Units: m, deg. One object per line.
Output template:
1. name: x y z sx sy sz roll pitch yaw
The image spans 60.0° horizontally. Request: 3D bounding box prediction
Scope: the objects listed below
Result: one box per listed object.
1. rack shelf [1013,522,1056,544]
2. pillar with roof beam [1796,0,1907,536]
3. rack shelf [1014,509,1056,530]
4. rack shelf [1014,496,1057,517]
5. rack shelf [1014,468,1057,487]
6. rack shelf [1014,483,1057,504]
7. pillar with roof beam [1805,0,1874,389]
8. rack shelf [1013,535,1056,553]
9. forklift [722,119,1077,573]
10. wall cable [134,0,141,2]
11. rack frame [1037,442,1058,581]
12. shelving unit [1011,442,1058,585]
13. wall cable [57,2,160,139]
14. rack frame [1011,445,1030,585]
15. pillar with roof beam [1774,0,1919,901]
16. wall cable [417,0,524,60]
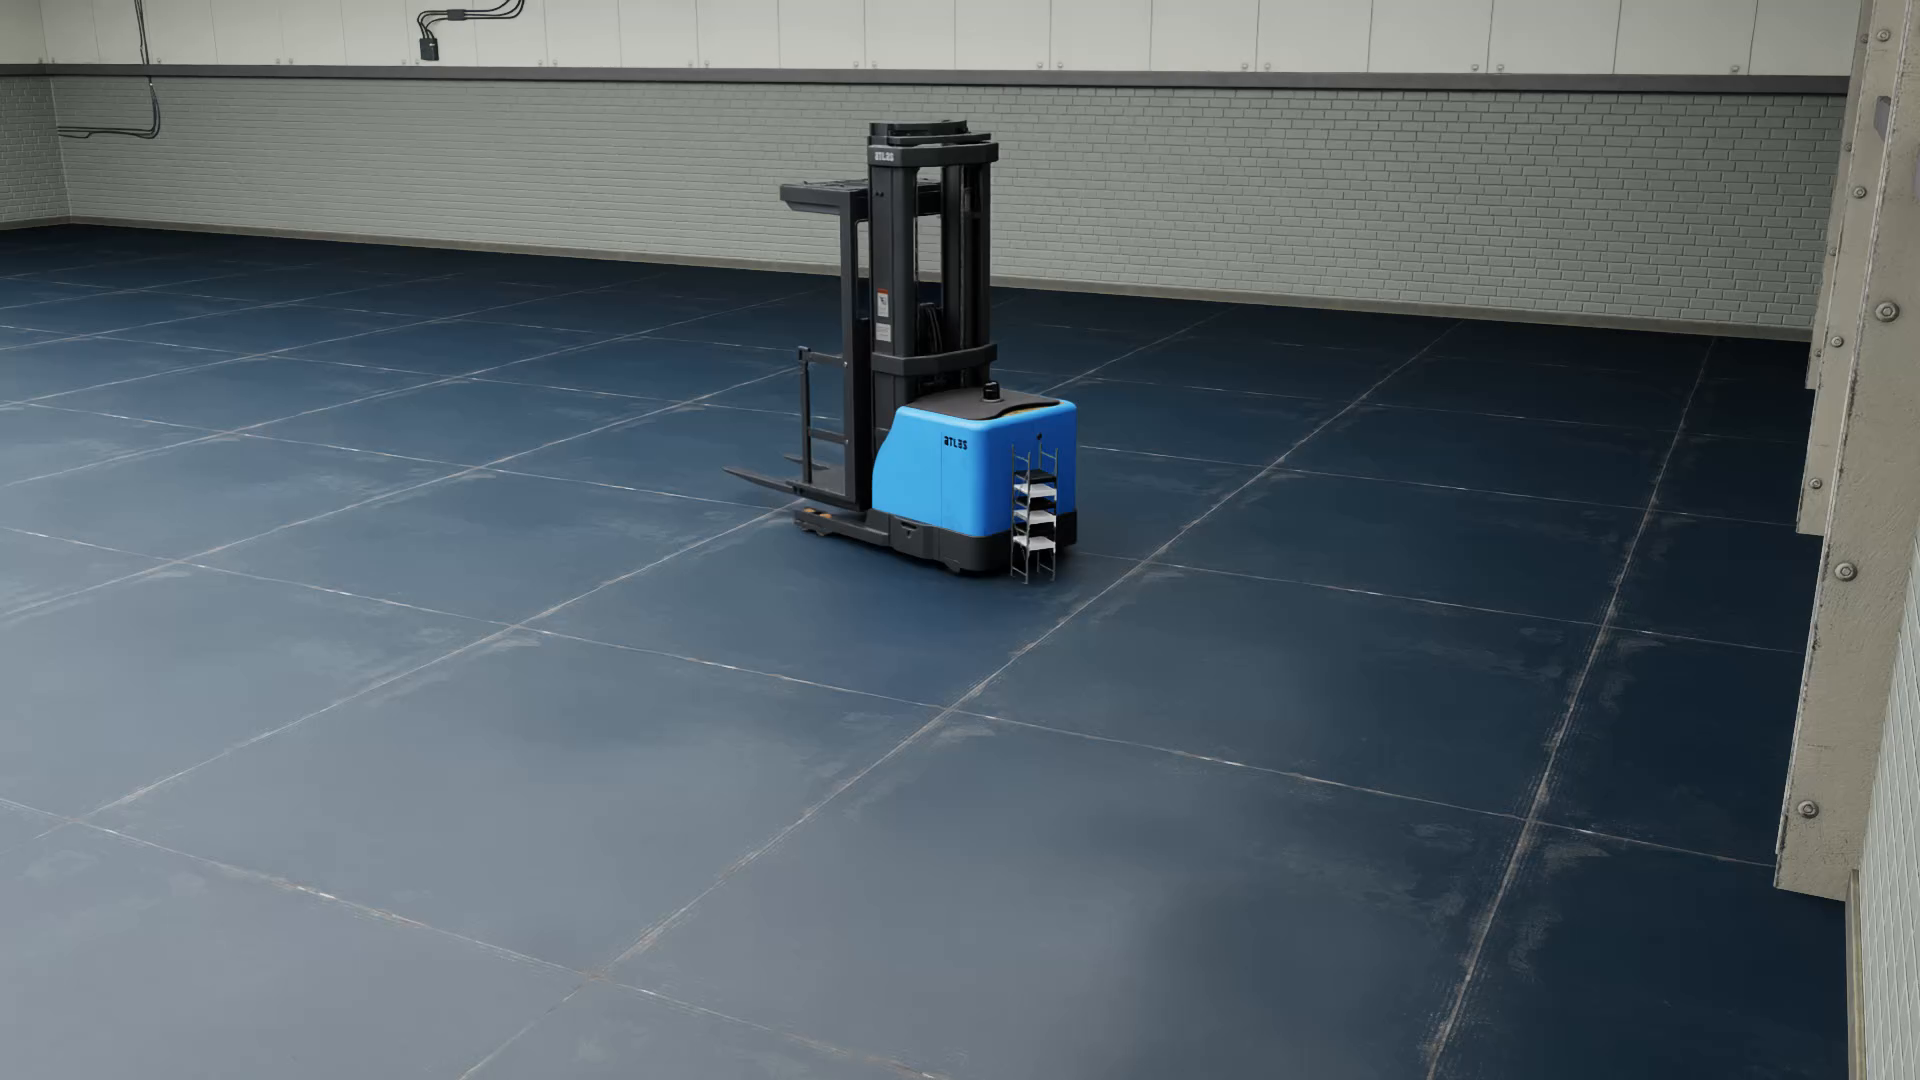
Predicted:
1. rack shelf: 0.489 -0.057 11.066 0.200 0.077 0.258 -8 18 -25
2. pillar with roof beam: 2.511 -4.946 12.872 9.100 9.000 0.400 8 18 25
3. rack shelf: 0.490 -0.143 11.041 0.200 0.077 0.258 -8 18 -25
4. rack shelf: 0.490 -0.229 11.015 0.200 0.077 0.258 -8 18 -25
5. rack shelf: 0.491 -0.402 10.964 0.200 0.077 0.258 -8 18 -25
6. rack shelf: 0.490 -0.316 10.990 0.200 0.077 0.258 -8 18 -25
7. pillar with roof beam: 5.192 -6.474 18.017 9.100 9.000 0.400 8 18 25
8. rack shelf: 0.489 0.030 11.092 0.200 0.077 0.258 -8 18 -25
9. forklift: -0.578 -1.524 12.009 3.031 2.935 1.130 16 23 42
10. wall cable: -14.217 -11.105 30.190 3.097 2.526 0.112 8 18 25
11. rack frame: 0.581 -0.187 11.074 0.006 0.900 0.240 -8 18 -25
12. shelving unit: 0.490 -0.175 11.031 0.210 0.900 0.258 -8 18 -25
13. wall cable: -16.638 -9.028 32.068 3.097 2.526 0.112 8 18 25
14. rack frame: 0.399 -0.163 10.988 0.006 0.900 0.240 -8 18 -25
15. pillar with roof beam: -0.170 -3.418 7.726 9.100 9.000 0.400 8 18 25
16. wall cable: -8.152 -10.935 27.062 2.305 6.003 0.169 8 18 25
